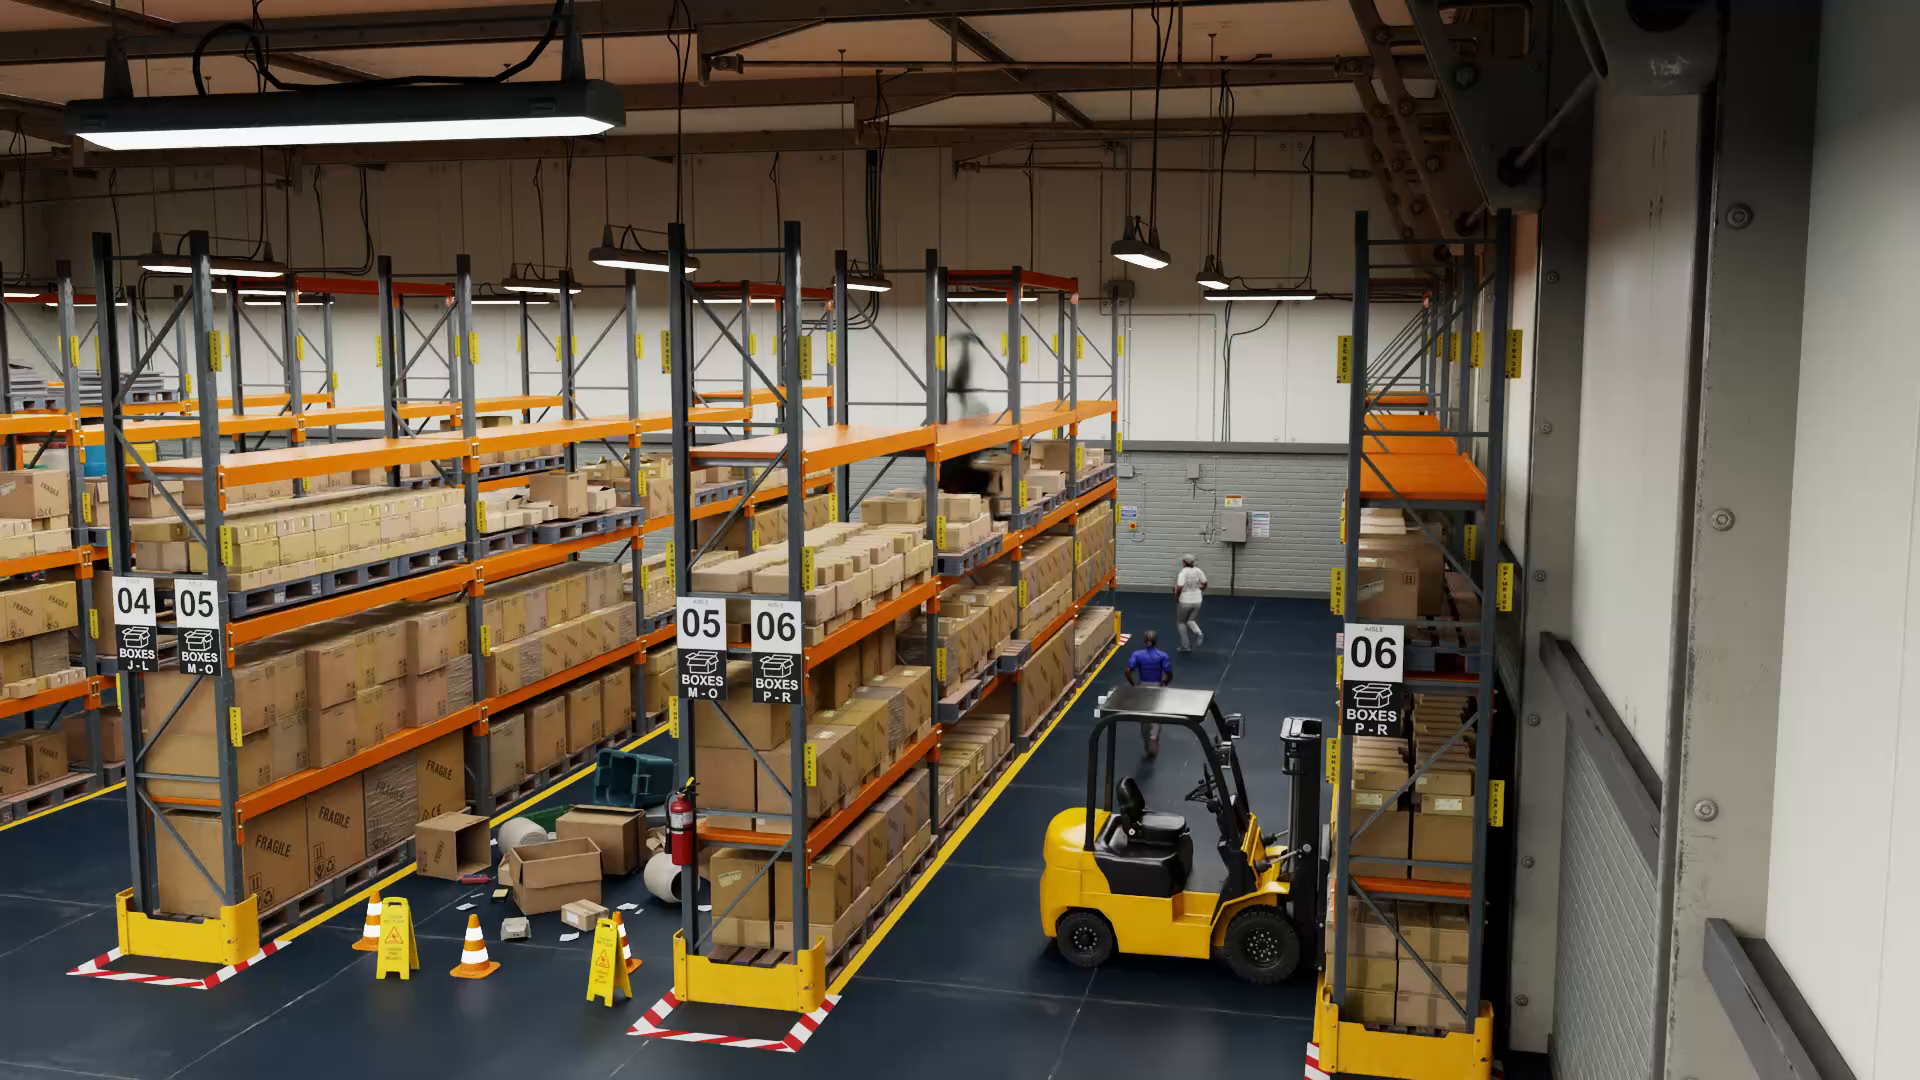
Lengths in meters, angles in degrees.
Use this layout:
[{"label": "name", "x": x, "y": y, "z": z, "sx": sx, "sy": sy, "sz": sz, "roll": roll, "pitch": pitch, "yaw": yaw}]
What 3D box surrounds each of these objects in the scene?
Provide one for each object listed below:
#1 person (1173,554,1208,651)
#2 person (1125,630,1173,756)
[{"label": "person", "x": 3.786, "y": 1.039, "z": 27.306, "sx": 0.602, "sy": 1.637, "sz": 0.583, "roll": -3, "pitch": 8, "yaw": -26}, {"label": "person", "x": 2.309, "y": 1.907, "z": 20.306, "sx": 0.585, "sy": 1.640, "sz": 0.753, "roll": 1, "pitch": 7, "yaw": 11}]
